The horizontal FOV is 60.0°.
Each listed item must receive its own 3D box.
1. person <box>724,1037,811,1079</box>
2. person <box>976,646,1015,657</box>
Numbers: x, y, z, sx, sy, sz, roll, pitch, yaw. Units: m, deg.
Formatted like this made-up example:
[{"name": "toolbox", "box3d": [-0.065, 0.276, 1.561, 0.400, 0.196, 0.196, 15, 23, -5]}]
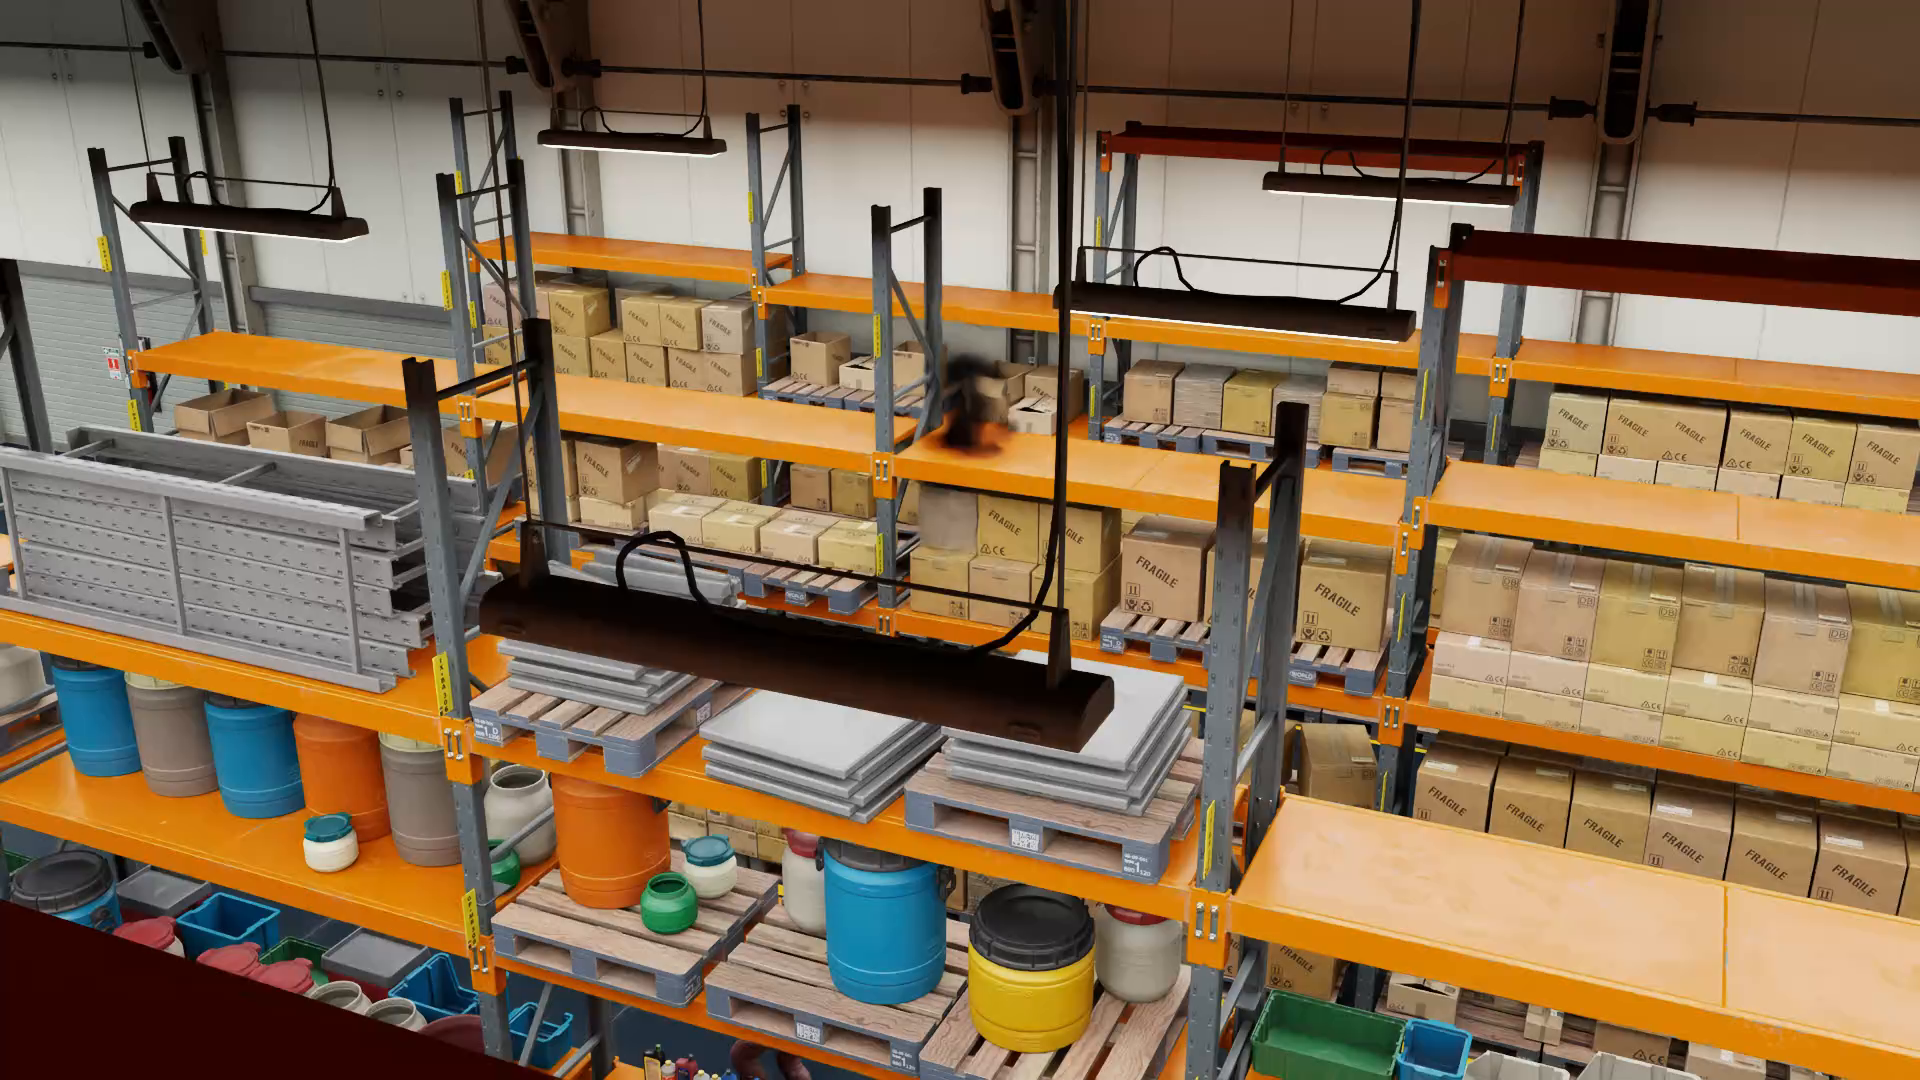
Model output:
[{"name": "person", "box3d": [-1.261, 3.355, 11.441, 0.723, 1.691, 0.579, 10, 23, 26]}, {"name": "person", "box3d": [0.446, 1.389, 16.496, 0.930, 1.782, 0.691, 6, 21, 15]}]
